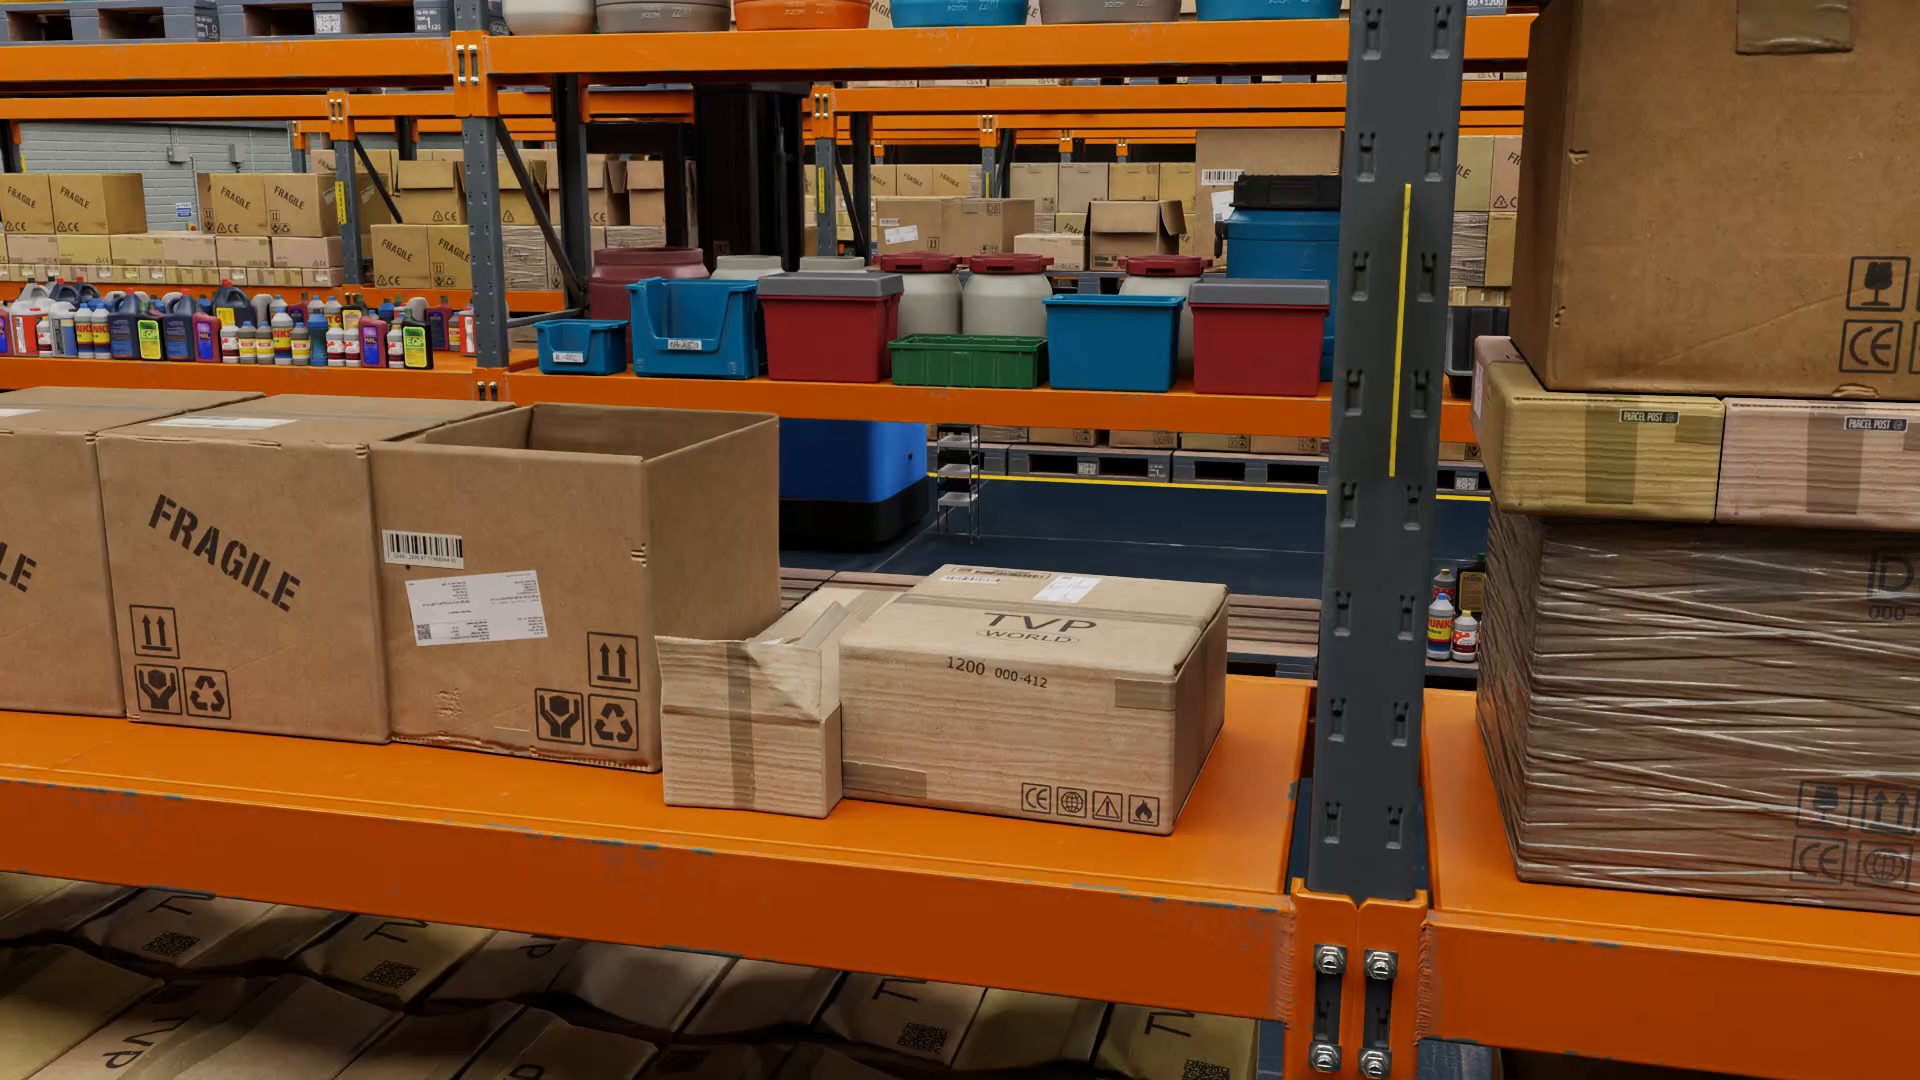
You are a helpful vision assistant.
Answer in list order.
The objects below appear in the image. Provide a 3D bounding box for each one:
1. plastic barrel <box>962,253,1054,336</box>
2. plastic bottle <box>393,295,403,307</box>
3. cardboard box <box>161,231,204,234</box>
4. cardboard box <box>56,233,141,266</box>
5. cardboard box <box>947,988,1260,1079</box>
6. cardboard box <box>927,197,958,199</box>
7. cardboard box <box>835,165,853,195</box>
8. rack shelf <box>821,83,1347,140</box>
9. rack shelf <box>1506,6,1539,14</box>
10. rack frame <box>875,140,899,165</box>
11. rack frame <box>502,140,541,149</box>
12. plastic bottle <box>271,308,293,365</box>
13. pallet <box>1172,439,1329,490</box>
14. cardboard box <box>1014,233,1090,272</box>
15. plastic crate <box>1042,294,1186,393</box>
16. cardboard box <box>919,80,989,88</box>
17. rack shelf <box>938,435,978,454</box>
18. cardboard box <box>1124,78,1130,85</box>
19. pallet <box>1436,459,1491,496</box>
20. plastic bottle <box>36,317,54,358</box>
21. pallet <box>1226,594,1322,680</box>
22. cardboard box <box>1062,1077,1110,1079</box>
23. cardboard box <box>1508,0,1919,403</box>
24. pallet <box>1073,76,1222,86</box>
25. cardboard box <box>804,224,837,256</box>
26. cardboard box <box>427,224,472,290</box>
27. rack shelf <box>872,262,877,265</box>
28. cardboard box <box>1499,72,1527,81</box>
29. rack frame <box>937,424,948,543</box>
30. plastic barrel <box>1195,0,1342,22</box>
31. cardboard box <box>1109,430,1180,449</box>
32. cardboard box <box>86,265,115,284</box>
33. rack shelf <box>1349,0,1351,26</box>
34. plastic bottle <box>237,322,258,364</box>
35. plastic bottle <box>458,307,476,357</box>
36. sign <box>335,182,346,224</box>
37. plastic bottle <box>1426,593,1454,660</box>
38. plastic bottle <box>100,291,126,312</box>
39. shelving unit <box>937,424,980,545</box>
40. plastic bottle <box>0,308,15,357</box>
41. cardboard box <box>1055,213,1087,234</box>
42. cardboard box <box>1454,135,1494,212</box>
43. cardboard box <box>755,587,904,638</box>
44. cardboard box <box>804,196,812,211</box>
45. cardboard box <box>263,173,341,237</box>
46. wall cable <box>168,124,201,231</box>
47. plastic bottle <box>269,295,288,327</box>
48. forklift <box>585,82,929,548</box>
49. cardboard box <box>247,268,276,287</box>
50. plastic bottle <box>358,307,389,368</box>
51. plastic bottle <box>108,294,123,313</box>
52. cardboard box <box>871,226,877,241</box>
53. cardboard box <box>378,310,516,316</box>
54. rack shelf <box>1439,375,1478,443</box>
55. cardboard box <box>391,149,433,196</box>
[{"bbox_3d":[0.223,-1.068,7.811,0.433,0.535,0.433,0,13,0],"label":"plastic barrel"},{"bbox_3d":[-2.983,-1.150,8.761,0.133,0.283,0.061,3,13,14],"label":"plastic bottle"},{"bbox_3d":[-6.625,-2.556,14.490,0.500,0.250,0.500,3,13,14],"label":"cardboard box"},{"bbox_3d":[-7.257,-2.470,14.103,0.500,0.250,0.500,3,13,12],"label":"cardboard box"},{"bbox_3d":[0.280,0.963,3.052,0.500,0.311,0.500,3,13,14],"label":"cardboard box"},{"bbox_3d":[-0.184,-3.457,17.127,0.250,0.149,0.380,3,13,11],"label":"cardboard box"},{"bbox_3d":[-1.535,-4.842,22.594,0.500,0.500,0.500,3,13,13],"label":"cardboard box"},{"bbox_3d":[1.057,-3.127,12.137,4.000,0.370,1.077,3,13,14],"label":"rack shelf"},{"bbox_3d":[7.315,-6.466,20.270,4.000,0.370,1.077,3,13,14],"label":"rack shelf"},{"bbox_3d":[-1.208,-5.453,27.886,0.127,3.000,1.000,3,13,14],"label":"rack frame"},{"bbox_3d":[-6.278,-4.617,24.116,0.127,3.000,1.000,3,13,14],"label":"rack frame"},{"bbox_3d":[-3.276,-0.986,8.051,0.097,0.271,0.097,0,13,0],"label":"plastic bottle"},{"bbox_3d":[2.242,-0.589,12.399,1.213,0.211,1.003,3,13,14],"label":"pallet"},{"bbox_3d":[0.687,-2.114,12.213,0.500,0.250,0.500,3,13,12],"label":"cardboard box"},{"bbox_3d":[0.666,-0.852,7.187,0.575,0.384,0.392,3,13,14],"label":"plastic crate"},{"bbox_3d":[0.009,-3.404,12.072,0.500,0.250,0.500,3,13,15],"label":"cardboard box"},{"bbox_3d":[-0.008,-0.583,10.106,0.200,0.077,0.258,3,13,14],"label":"rack shelf"},{"bbox_3d":[1.538,-4.690,16.670,0.500,0.250,0.500,3,13,15],"label":"cardboard box"},{"bbox_3d":[3.659,-0.521,12.095,1.213,0.211,1.003,3,13,14],"label":"pallet"},{"bbox_3d":[-4.592,-1.023,8.376,0.097,0.201,0.097,0,13,0],"label":"plastic bottle"},{"bbox_3d":[1.040,0.460,7.671,1.213,0.211,1.003,3,13,14],"label":"pallet"},{"bbox_3d":[0.160,1.076,2.543,0.500,0.311,0.500,3,13,14],"label":"cardboard box"},{"bbox_3d":[1.054,-0.487,2.279,0.500,0.500,0.700,3,13,14],"label":"cardboard box"},{"bbox_3d":[1.417,-3.390,12.097,1.003,0.211,1.213,3,13,14],"label":"pallet"},{"bbox_3d":[-1.292,-2.249,13.213,0.500,0.500,0.500,3,13,15],"label":"cardboard box"},{"bbox_3d":[-3.893,-2.271,13.316,0.500,0.500,0.500,3,13,14],"label":"cardboard box"},{"bbox_3d":[-1.540,-2.908,18.076,4.000,0.370,1.077,3,13,14],"label":"rack shelf"},{"bbox_3d":[3.889,-3.197,11.141,0.500,0.250,0.500,3,13,13],"label":"cardboard box"},{"bbox_3d":[-0.107,-0.445,10.162,0.006,0.900,0.240,3,13,14],"label":"rack frame"},{"bbox_3d":[1.266,-2.558,6.756,0.708,0.901,0.600,3,13,14],"label":"plastic barrel"},{"bbox_3d":[1.406,-0.998,12.564,0.500,0.500,0.700,2,13,9],"label":"cardboard box"},{"bbox_3d":[-7.137,-2.256,14.056,0.250,0.149,0.380,3,13,13],"label":"cardboard box"},{"bbox_3d":[-1.320,-1.044,2.749,4.000,0.370,1.077,3,13,14],"label":"rack shelf"},{"bbox_3d":[-3.465,-0.962,8.104,0.097,0.201,0.097,0,13,0],"label":"plastic bottle"},{"bbox_3d":[-2.451,-1.074,8.435,0.135,0.276,0.152,3,13,14],"label":"plastic bottle"},{"bbox_3d":[-4.900,-2.670,13.159,0.005,0.325,0.100,3,13,14],"label":"sign"},{"bbox_3d":[2.016,0.358,6.980,0.097,0.271,0.097,0,13,0],"label":"plastic bottle"},{"bbox_3d":[-4.651,-1.225,9.118,0.135,0.276,0.152,3,13,14],"label":"plastic bottle"},{"bbox_3d":[-0.008,-0.440,10.138,0.210,0.900,0.258,3,13,14],"label":"shelving unit"},{"bbox_3d":[-4.839,-1.072,8.408,0.133,0.283,0.061,3,13,14],"label":"plastic bottle"},{"bbox_3d":[1.267,-3.098,17.042,0.500,0.500,0.500,3,13,13],"label":"cardboard box"},{"bbox_3d":[3.375,-2.515,11.419,0.500,0.500,0.500,3,13,14],"label":"cardboard box"},{"bbox_3d":[-0.190,0.207,2.956,0.250,0.149,0.380,3,13,14],"label":"cardboard box"},{"bbox_3d":[-1.692,-3.538,17.493,0.250,0.149,0.380,3,13,15],"label":"cardboard box"},{"bbox_3d":[-5.279,-2.731,13.545,0.500,0.500,0.500,3,13,15],"label":"cardboard box"},{"bbox_3d":[-11.758,-5.416,25.300,0.123,1.953,0.585,3,13,14],"label":"wall cable"},{"bbox_3d":[-3.642,-1.175,8.902,0.097,0.271,0.097,0,13,0],"label":"plastic bottle"},{"bbox_3d":[-1.773,-1.540,10.409,3.031,2.935,1.130,4,13,16],"label":"forklift"},{"bbox_3d":[-5.642,-2.176,13.696,0.250,0.149,0.380,3,13,13],"label":"cardboard box"},{"bbox_3d":[-2.791,-0.962,7.915,0.133,0.283,0.061,3,13,14],"label":"plastic bottle"},{"bbox_3d":[-4.532,-1.189,8.964,0.097,0.271,0.097,0,13,0],"label":"plastic bottle"},{"bbox_3d":[-0.919,-3.207,17.373,0.250,0.149,0.380,3,13,13],"label":"cardboard box"},{"bbox_3d":[-4.142,-1.464,13.842,0.875,0.875,1.225,3,13,14],"label":"cardboard box"},{"bbox_3d":[3.754,-0.413,6.832,4.000,0.370,1.077,3,13,14],"label":"rack shelf"},{"bbox_3d":[-6.002,-4.117,18.638,0.500,0.500,0.500,3,13,12],"label":"cardboard box"}]
